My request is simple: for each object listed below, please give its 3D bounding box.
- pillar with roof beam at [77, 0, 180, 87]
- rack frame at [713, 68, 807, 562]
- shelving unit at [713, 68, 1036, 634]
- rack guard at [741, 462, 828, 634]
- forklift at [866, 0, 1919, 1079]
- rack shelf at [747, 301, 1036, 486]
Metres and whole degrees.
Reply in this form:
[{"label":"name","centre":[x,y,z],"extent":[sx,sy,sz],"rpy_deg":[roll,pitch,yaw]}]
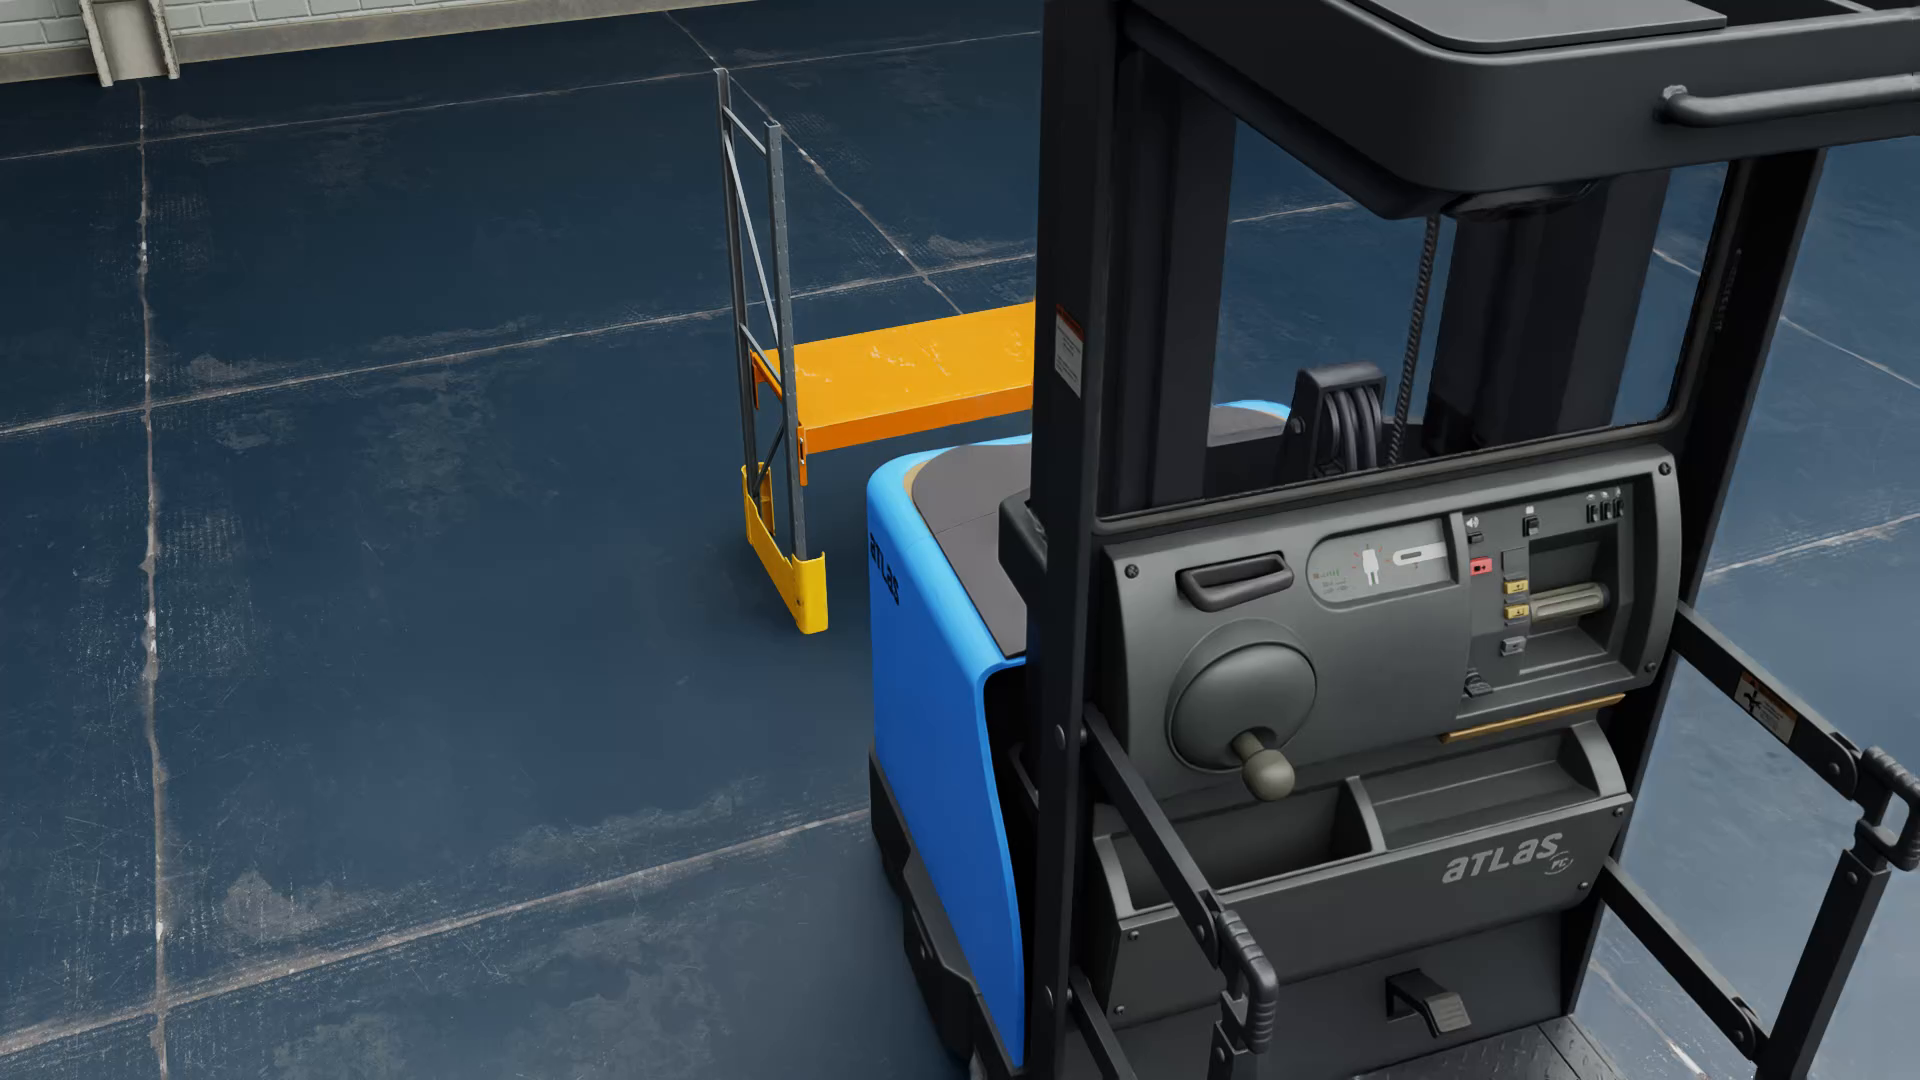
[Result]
[{"label":"pillar with roof beam","centre":[-2.875,-4.189,3.437],"extent":[0.400,9.000,9.100],"rpy_deg":[-13,35,-19]},{"label":"rack frame","centre":[-0.547,-0.503,4.648],"extent":[0.032,1.500,0.500],"rpy_deg":[-13,35,-19]},{"label":"shelving unit","centre":[-0.070,-0.613,4.816],"extent":[1.083,1.500,0.587],"rpy_deg":[-13,35,-19]},{"label":"rack guard","centre":[-0.529,0.016,4.995],"extent":[0.087,0.250,0.587],"rpy_deg":[-13,35,-19]},{"label":"forklift","centre":[0.732,0.178,2.289],"extent":[1.130,2.935,3.031],"rpy_deg":[-10,34,-15]},{"label":"rack shelf","centre":[-0.079,-0.460,4.911],"extent":[1.000,0.185,0.538],"rpy_deg":[-13,35,-19]}]
